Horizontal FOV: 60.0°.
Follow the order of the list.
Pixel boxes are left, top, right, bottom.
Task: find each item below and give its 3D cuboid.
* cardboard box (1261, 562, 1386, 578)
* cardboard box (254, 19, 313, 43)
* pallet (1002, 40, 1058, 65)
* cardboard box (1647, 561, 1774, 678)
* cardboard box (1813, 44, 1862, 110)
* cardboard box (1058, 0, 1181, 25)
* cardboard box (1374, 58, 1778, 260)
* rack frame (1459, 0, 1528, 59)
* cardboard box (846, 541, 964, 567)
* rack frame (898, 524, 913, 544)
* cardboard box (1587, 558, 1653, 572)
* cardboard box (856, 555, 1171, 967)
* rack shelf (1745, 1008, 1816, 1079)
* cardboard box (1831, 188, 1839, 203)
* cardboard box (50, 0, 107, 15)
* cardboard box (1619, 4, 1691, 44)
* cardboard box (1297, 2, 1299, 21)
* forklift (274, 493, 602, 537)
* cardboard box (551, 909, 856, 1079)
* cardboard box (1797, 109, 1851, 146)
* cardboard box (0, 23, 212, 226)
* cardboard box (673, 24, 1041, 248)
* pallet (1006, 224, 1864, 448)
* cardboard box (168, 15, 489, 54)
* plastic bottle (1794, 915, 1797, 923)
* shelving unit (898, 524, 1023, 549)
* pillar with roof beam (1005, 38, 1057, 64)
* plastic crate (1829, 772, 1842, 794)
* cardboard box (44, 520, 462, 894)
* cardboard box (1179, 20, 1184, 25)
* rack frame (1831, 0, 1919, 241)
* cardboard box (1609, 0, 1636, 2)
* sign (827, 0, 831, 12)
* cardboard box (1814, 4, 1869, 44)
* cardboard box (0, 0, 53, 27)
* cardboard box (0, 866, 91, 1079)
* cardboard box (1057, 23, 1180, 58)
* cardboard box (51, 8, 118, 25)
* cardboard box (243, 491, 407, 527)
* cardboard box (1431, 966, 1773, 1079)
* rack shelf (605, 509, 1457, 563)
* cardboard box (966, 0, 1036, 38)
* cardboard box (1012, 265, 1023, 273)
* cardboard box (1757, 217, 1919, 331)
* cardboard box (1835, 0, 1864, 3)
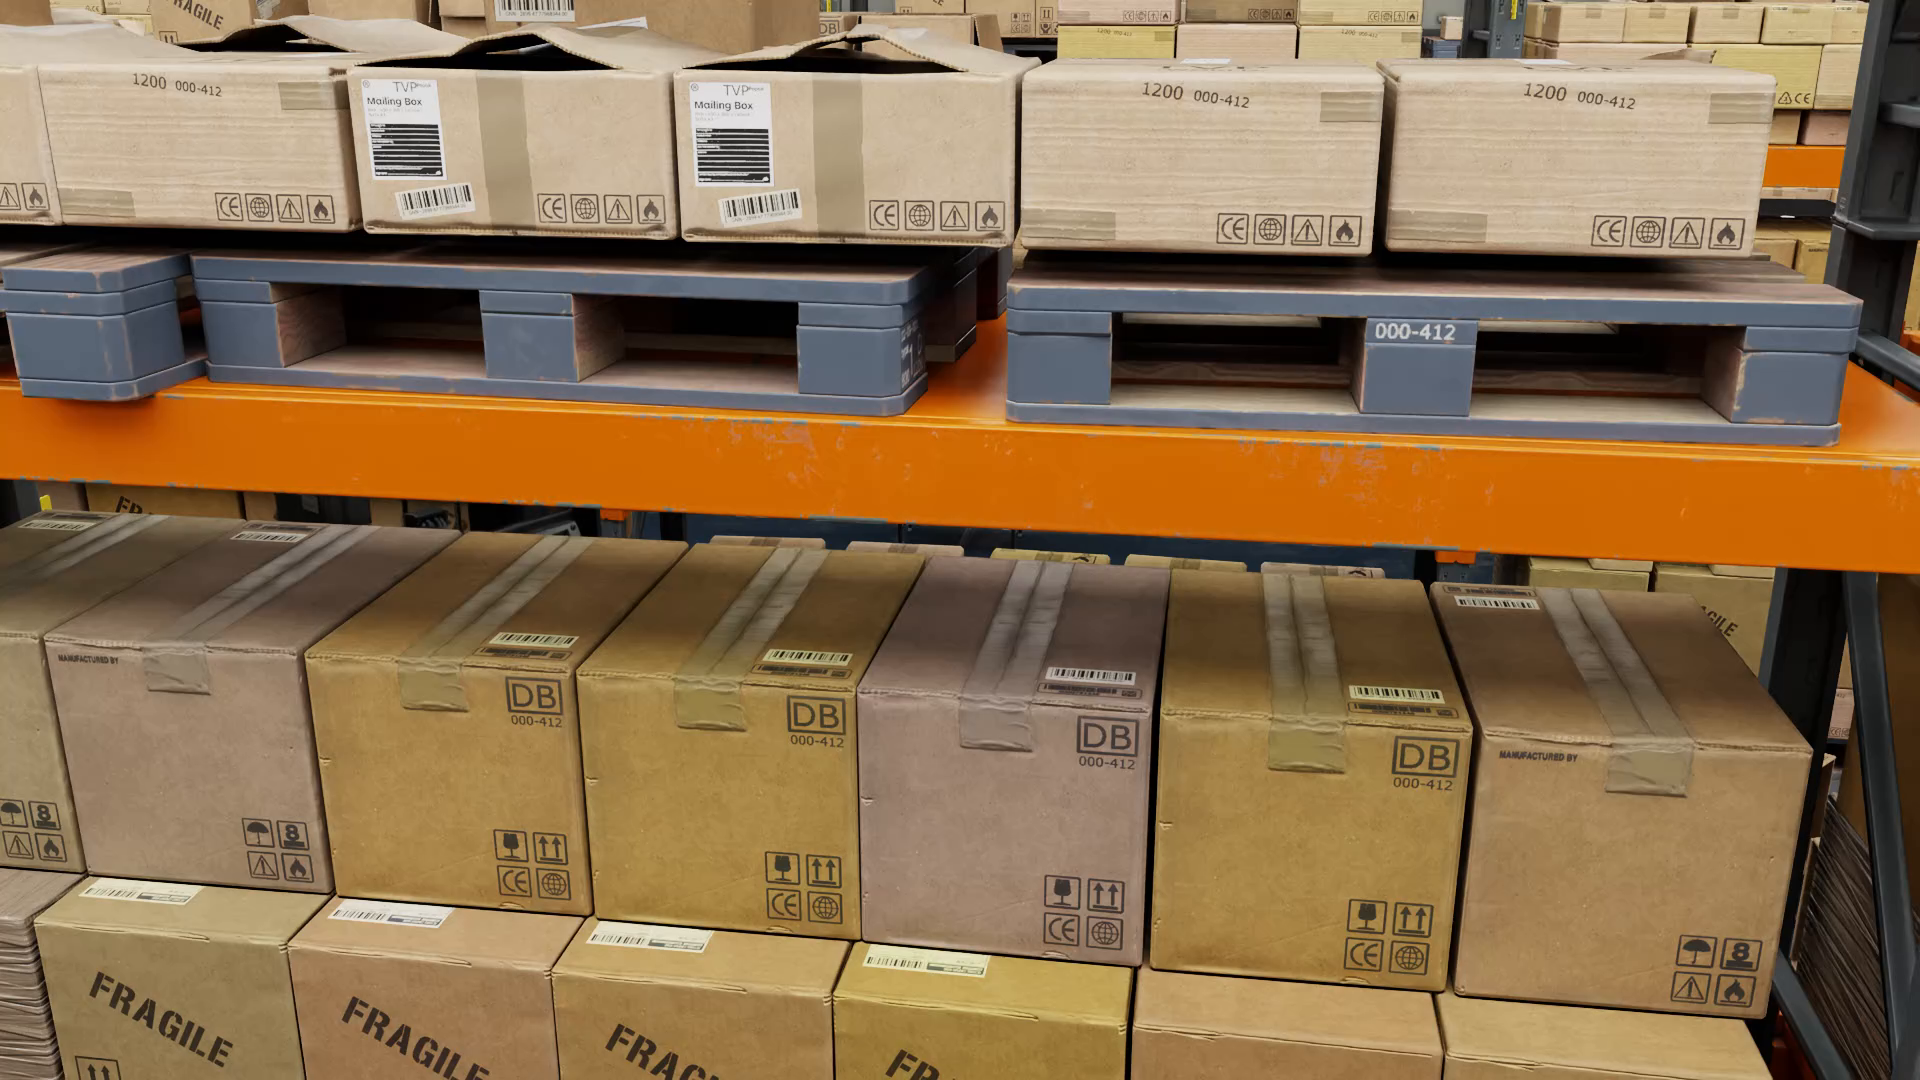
[{"bbox_3d":[1.793,0.449,8.213,0.625,0.372,0.950,3,19,9],"label":"cardboard box"},{"bbox_3d":[-3.053,-2.291,7.746,0.258,0.266,0.396,2,19,7],"label":"cardboard box"},{"bbox_3d":[0.934,-3.600,12.406,1.213,0.211,1.003,4,19,11],"label":"pallet"},{"bbox_3d":[3.381,0.315,7.625,0.500,0.500,0.500,4,19,11],"label":"cardboard box"},{"bbox_3d":[3.706,-1.904,6.808,0.500,0.250,0.500,3,19,9],"label":"cardboard box"},{"bbox_3d":[0.708,-2.393,7.288,0.500,0.250,0.500,3,19,10],"label":"cardboard box"},{"bbox_3d":[0.903,-0.600,2.558,0.500,0.250,0.500,3,19,9],"label":"cardboard box"},{"bbox_3d":[2.311,-3.417,6.834,0.127,3.000,1.000,3,19,9],"label":"rack frame"},{"bbox_3d":[-0.352,0.340,8.540,0.625,0.372,0.950,3,19,8],"label":"cardboard box"},{"bbox_3d":[-0.355,-0.729,10.619,0.023,1.500,0.400,3,19,9],"label":"rack frame"},{"bbox_3d":[2.965,0.009,7.517,0.250,0.149,0.380,3,19,9],"label":"cardboard box"},{"bbox_3d":[0.128,0.388,3.182,0.500,0.500,0.700,3,19,9],"label":"cardboard box"},{"bbox_3d":[3.601,1.426,2.949,4.000,0.370,1.077,3,19,9],"label":"rack shelf"},{"bbox_3d":[6.146,-2.382,11.545,0.250,0.149,0.380,3,19,10],"label":"cardboard box"},{"bbox_3d":[-6.853,-4.285,13.134,0.500,0.250,0.500,3,19,10],"label":"cardboard box"},{"bbox_3d":[2.832,-2.132,6.858,0.250,0.149,0.380,3,19,10],"label":"cardboard box"},{"bbox_3d":[2.342,-3.714,11.770,0.500,0.311,0.500,2,19,7],"label":"cardboard box"},{"bbox_3d":[-1.482,0.211,5.555,3.031,2.935,1.130,14,23,36],"label":"forklift"},{"bbox_3d":[-0.431,0.918,3.174,0.500,0.500,0.500,3,19,8],"label":"cardboard box"},{"bbox_3d":[3.595,-1.732,6.922,0.250,0.149,0.380,2,19,7],"label":"cardboard box"},{"bbox_3d":[-1.644,-0.739,2.878,0.500,0.311,0.500,3,19,9],"label":"cardboard box"},{"bbox_3d":[-0.140,-0.662,2.649,0.500,0.311,0.500,2,19,7],"label":"cardboard box"},{"bbox_3d":[0.713,-0.379,2.782,1.217,0.209,0.805,2,19,6],"label":"pallet"},{"bbox_3d":[-1.244,-0.886,3.317,0.500,0.311,0.500,3,19,9],"label":"cardboard box"},{"bbox_3d":[3.288,1.474,6.302,0.283,0.061,0.133,6,20,18],"label":"plastic bottle"},{"bbox_3d":[0.007,-0.711,10.564,0.755,1.500,0.431,3,19,9],"label":"shelving unit"},{"bbox_3d":[-0.107,-4.042,8.701,0.400,9.000,9.100,3,19,9],"label":"pillar with roof beam"},{"bbox_3d":[3.731,1.148,7.245,0.583,0.080,0.402,-3,19,-10],"label":"plastic crate"},{"bbox_3d":[-1.382,0.312,3.411,0.500,0.500,0.700,3,19,8],"label":"cardboard box"},{"bbox_3d":[0.796,-2.321,7.861,0.500,0.250,0.500,3,19,8],"label":"cardboard box"},{"bbox_3d":[1.626,-1.861,2.184,0.127,3.000,1.000,3,19,9],"label":"rack frame"},{"bbox_3d":[4.512,-3.563,11.389,0.258,0.266,0.396,2,19,7],"label":"cardboard box"},{"bbox_3d":[-0.943,-3.826,11.970,0.005,0.325,0.100,3,19,9],"label":"sign"},{"bbox_3d":[3.599,-2.097,6.756,0.250,0.149,0.380,2,19,7],"label":"cardboard box"},{"bbox_3d":[-4.763,-2.509,8.027,0.500,0.500,0.500,3,19,8],"label":"cardboard box"},{"bbox_3d":[-1.923,0.842,3.401,0.500,0.500,0.500,3,19,9],"label":"cardboard box"},{"bbox_3d":[0.710,-2.160,7.378,0.500,0.250,0.500,3,19,9],"label":"cardboard box"},{"bbox_3d":[-4.684,-2.576,8.525,0.500,0.311,0.500,3,19,9],"label":"cardboard box"},{"bbox_3d":[-3.187,-0.072,8.978,0.875,0.875,0.875,3,19,9],"label":"cardboard box"},{"bbox_3d":[1.068,0.994,2.948,0.500,0.500,0.500,3,19,8],"label":"cardboard box"},{"bbox_3d":[0.337,-0.332,8.201,4.000,0.370,1.077,3,19,9],"label":"rack shelf"},{"bbox_3d":[0.336,-3.938,12.142,0.500,0.500,0.700,3,19,8],"label":"cardboard box"},{"bbox_3d":[0.303,-0.990,7.745,0.500,0.500,0.500,2,19,7],"label":"cardboard box"},{"bbox_3d":[3.704,-1.078,7.097,0.500,0.500,0.700,3,19,7],"label":"cardboard box"},{"bbox_3d":[5.928,-3.491,11.174,0.258,0.266,0.396,3,19,9],"label":"cardboard box"}]
